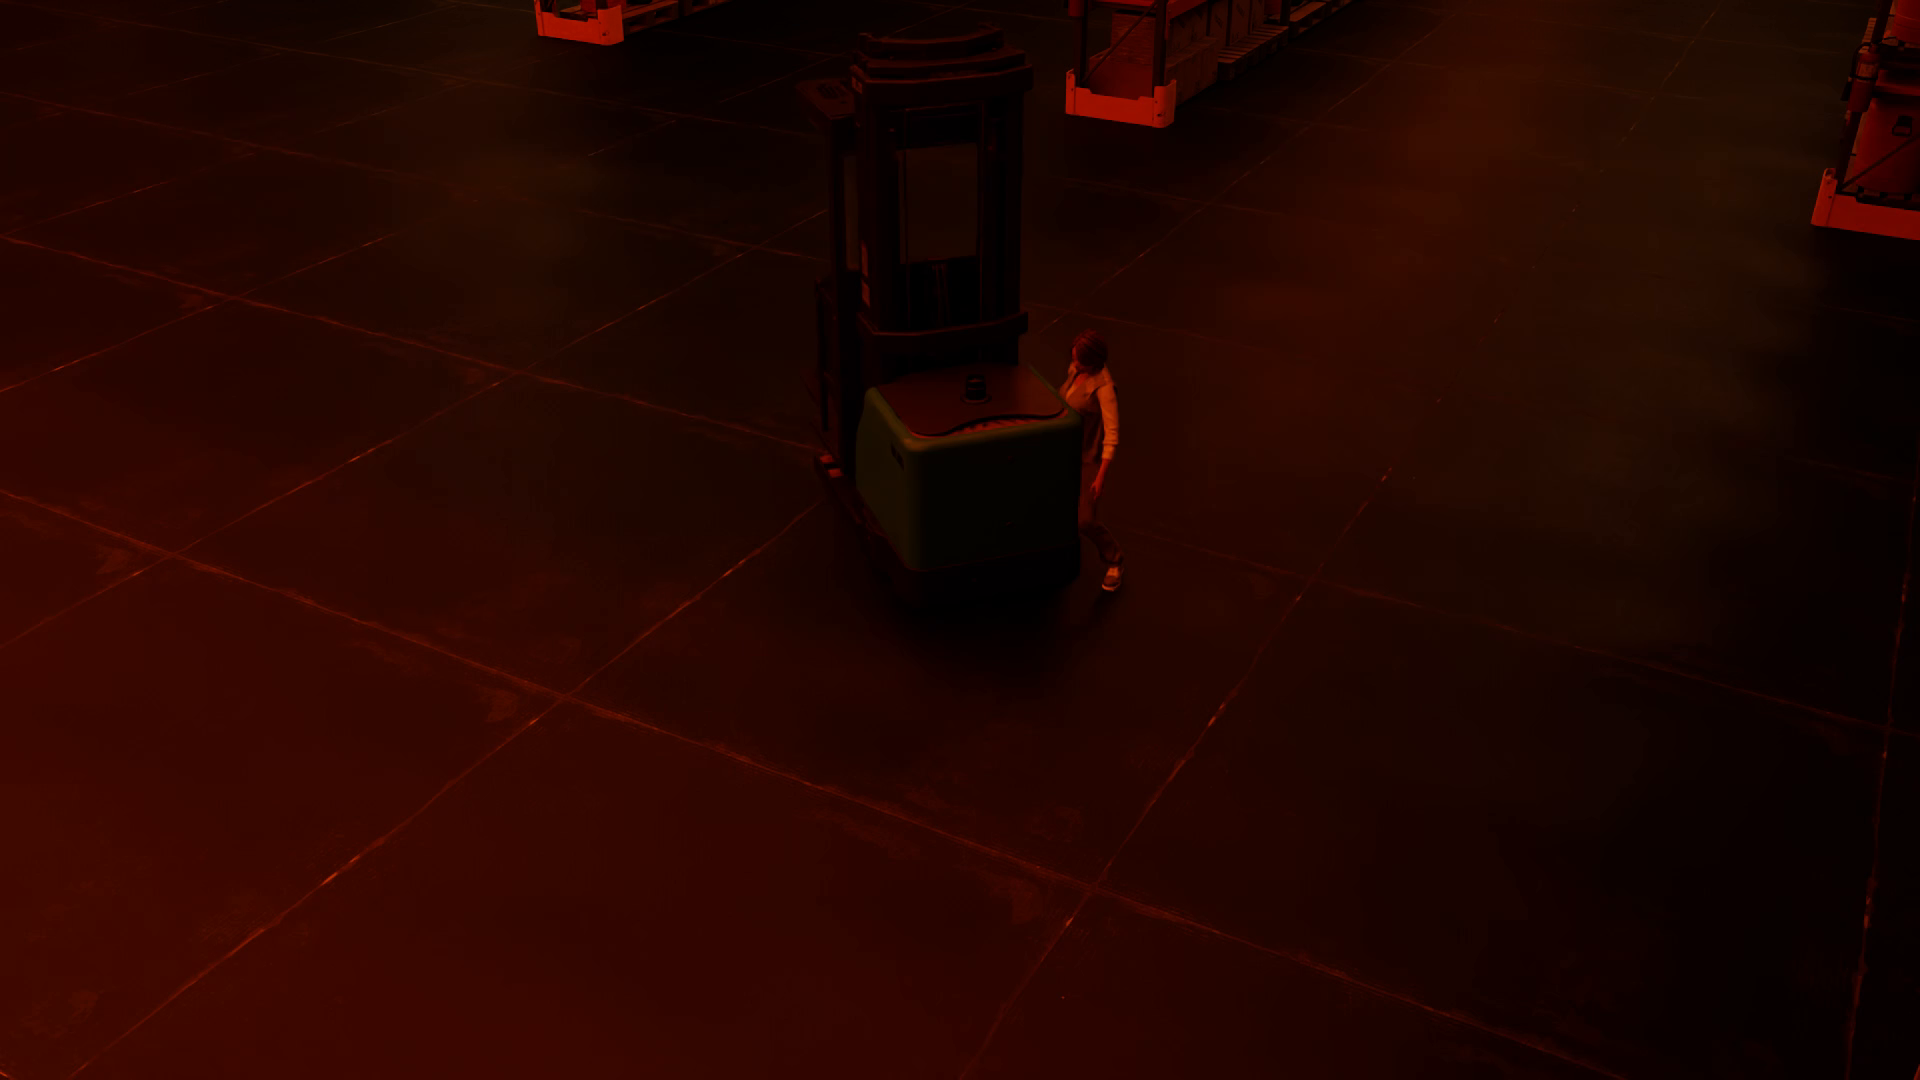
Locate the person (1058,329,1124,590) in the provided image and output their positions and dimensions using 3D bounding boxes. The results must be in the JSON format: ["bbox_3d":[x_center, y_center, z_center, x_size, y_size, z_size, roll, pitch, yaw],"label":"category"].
[{"bbox_3d":[0.674,-0.502,9.393,0.452,1.500,0.763,-11,32,-19],"label":"person"}]

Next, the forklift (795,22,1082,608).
[{"bbox_3d":[-0.296,-1.616,9.871,1.130,2.935,3.031,-10,32,-17],"label":"forklift"}]
